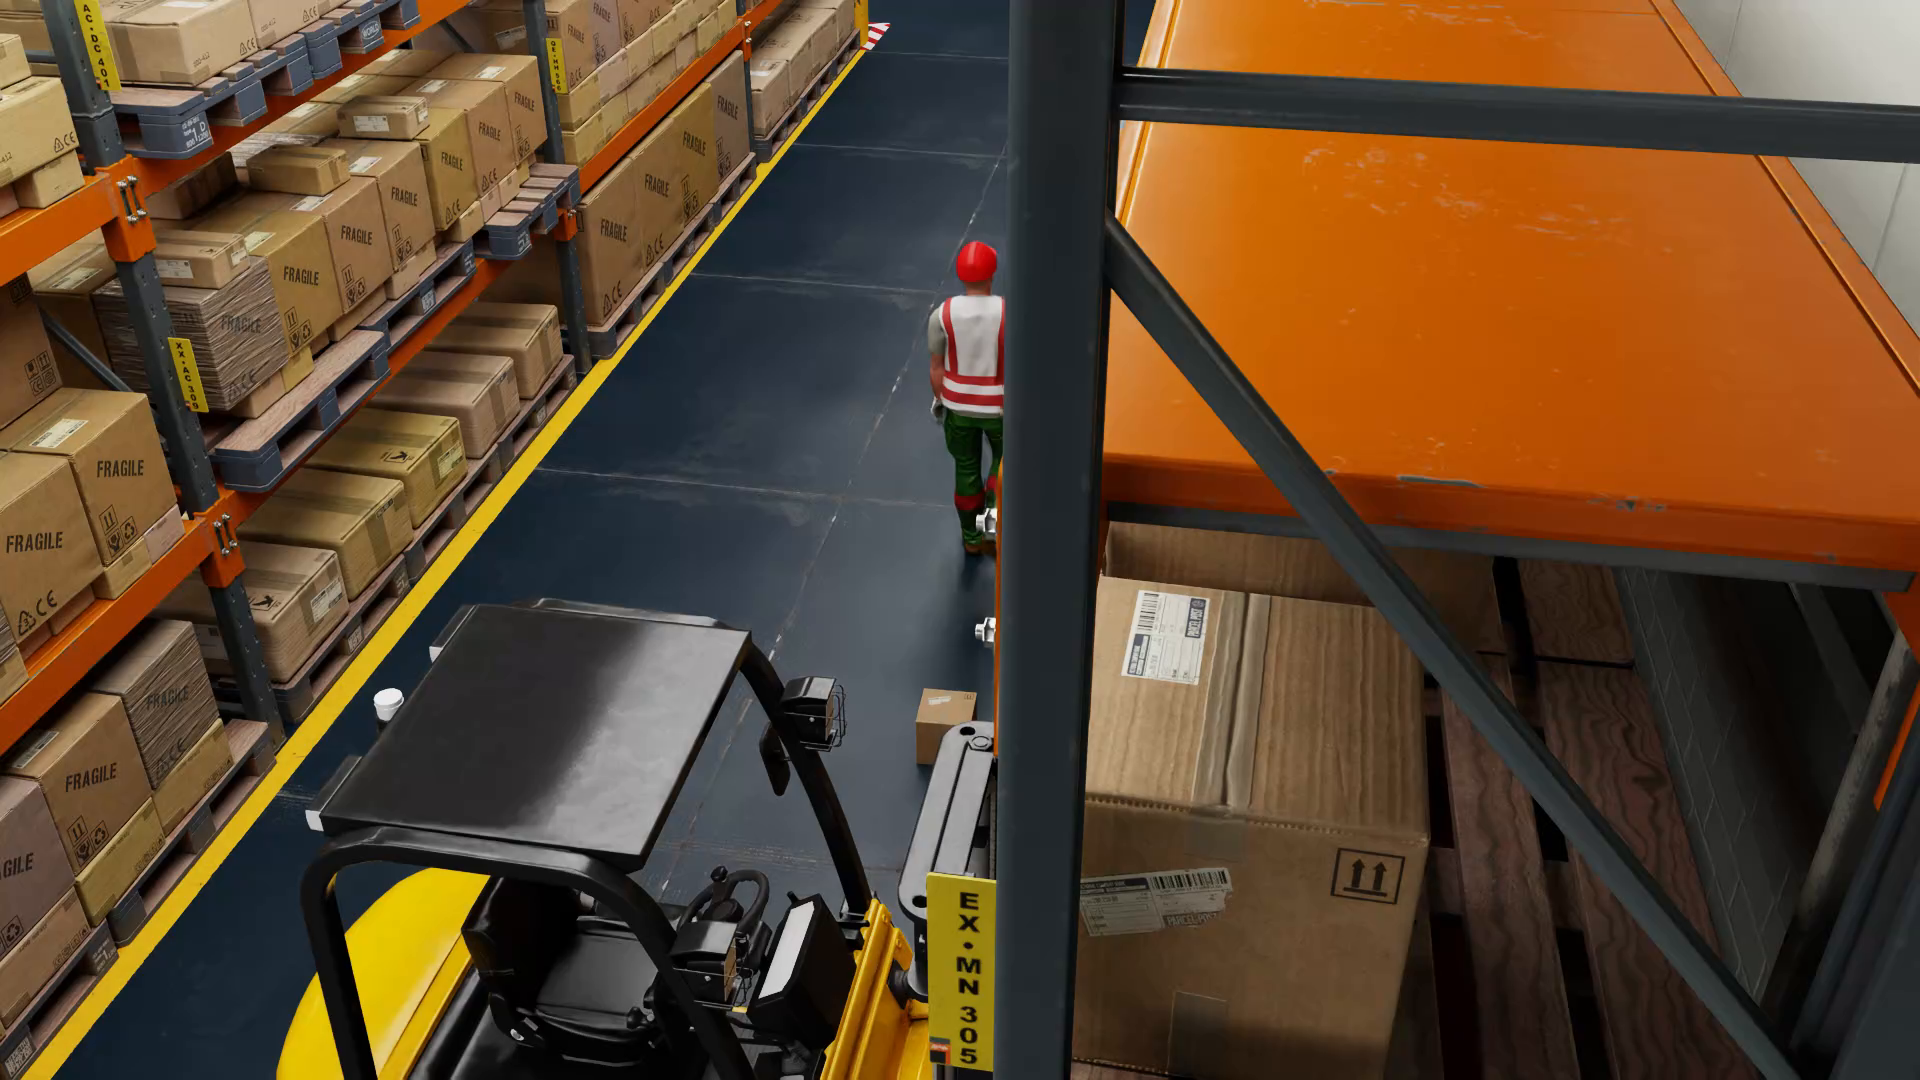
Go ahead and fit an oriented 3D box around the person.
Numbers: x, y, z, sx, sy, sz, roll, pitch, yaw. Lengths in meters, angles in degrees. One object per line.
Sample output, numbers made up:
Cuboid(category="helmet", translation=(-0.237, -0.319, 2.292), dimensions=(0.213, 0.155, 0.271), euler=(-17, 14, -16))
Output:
Cuboid(category="person", translation=(0.107, -0.686, 8.660), dimensions=(0.545, 1.782, 0.559), euler=(2, 32, 4))
